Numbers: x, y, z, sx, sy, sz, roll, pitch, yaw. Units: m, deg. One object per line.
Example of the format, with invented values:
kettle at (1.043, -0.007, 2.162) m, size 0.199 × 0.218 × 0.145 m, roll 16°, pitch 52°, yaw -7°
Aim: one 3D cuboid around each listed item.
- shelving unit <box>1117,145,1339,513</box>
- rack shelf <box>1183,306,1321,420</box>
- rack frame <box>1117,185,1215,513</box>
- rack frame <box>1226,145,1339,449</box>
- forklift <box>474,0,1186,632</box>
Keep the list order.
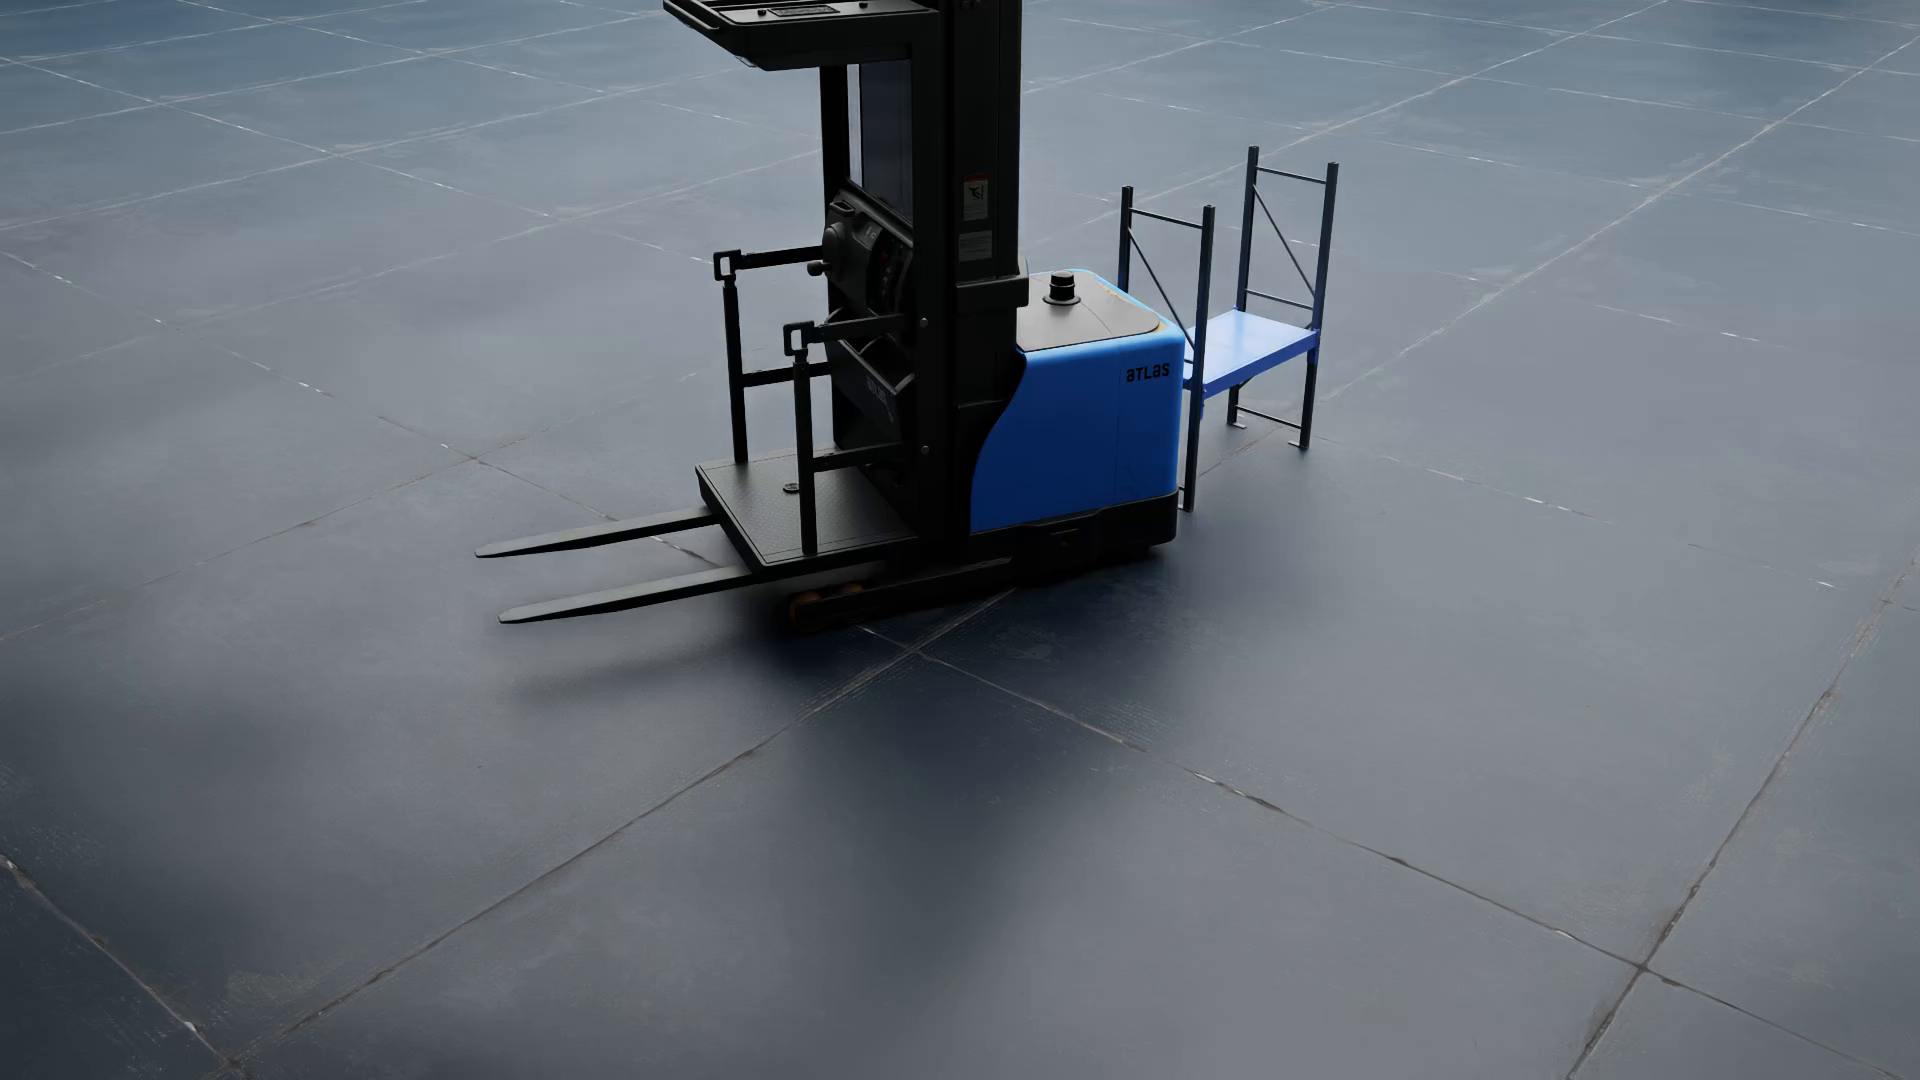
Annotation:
shelving unit at (1.282, -1.051, 8.149) m, size 0.538 × 1.500 × 1.048 m, roll 23°, pitch 35°, yaw 37°
rack shelf at (1.282, -0.891, 8.231) m, size 0.538 × 0.185 × 1.000 m, roll 23°, pitch 35°, yaw 37°
rack frame at (0.934, -0.880, 7.819) m, size 0.500 × 1.500 × 0.032 m, roll 23°, pitch 35°, yaw 37°
rack frame at (1.629, -1.221, 8.478) m, size 0.500 × 1.500 × 0.032 m, roll 23°, pitch 35°, yaw 37°
forklift at (-0.572, -1.189, 6.859) m, size 3.031 × 2.935 × 1.130 m, roll -11°, pitch 29°, yaw -20°
